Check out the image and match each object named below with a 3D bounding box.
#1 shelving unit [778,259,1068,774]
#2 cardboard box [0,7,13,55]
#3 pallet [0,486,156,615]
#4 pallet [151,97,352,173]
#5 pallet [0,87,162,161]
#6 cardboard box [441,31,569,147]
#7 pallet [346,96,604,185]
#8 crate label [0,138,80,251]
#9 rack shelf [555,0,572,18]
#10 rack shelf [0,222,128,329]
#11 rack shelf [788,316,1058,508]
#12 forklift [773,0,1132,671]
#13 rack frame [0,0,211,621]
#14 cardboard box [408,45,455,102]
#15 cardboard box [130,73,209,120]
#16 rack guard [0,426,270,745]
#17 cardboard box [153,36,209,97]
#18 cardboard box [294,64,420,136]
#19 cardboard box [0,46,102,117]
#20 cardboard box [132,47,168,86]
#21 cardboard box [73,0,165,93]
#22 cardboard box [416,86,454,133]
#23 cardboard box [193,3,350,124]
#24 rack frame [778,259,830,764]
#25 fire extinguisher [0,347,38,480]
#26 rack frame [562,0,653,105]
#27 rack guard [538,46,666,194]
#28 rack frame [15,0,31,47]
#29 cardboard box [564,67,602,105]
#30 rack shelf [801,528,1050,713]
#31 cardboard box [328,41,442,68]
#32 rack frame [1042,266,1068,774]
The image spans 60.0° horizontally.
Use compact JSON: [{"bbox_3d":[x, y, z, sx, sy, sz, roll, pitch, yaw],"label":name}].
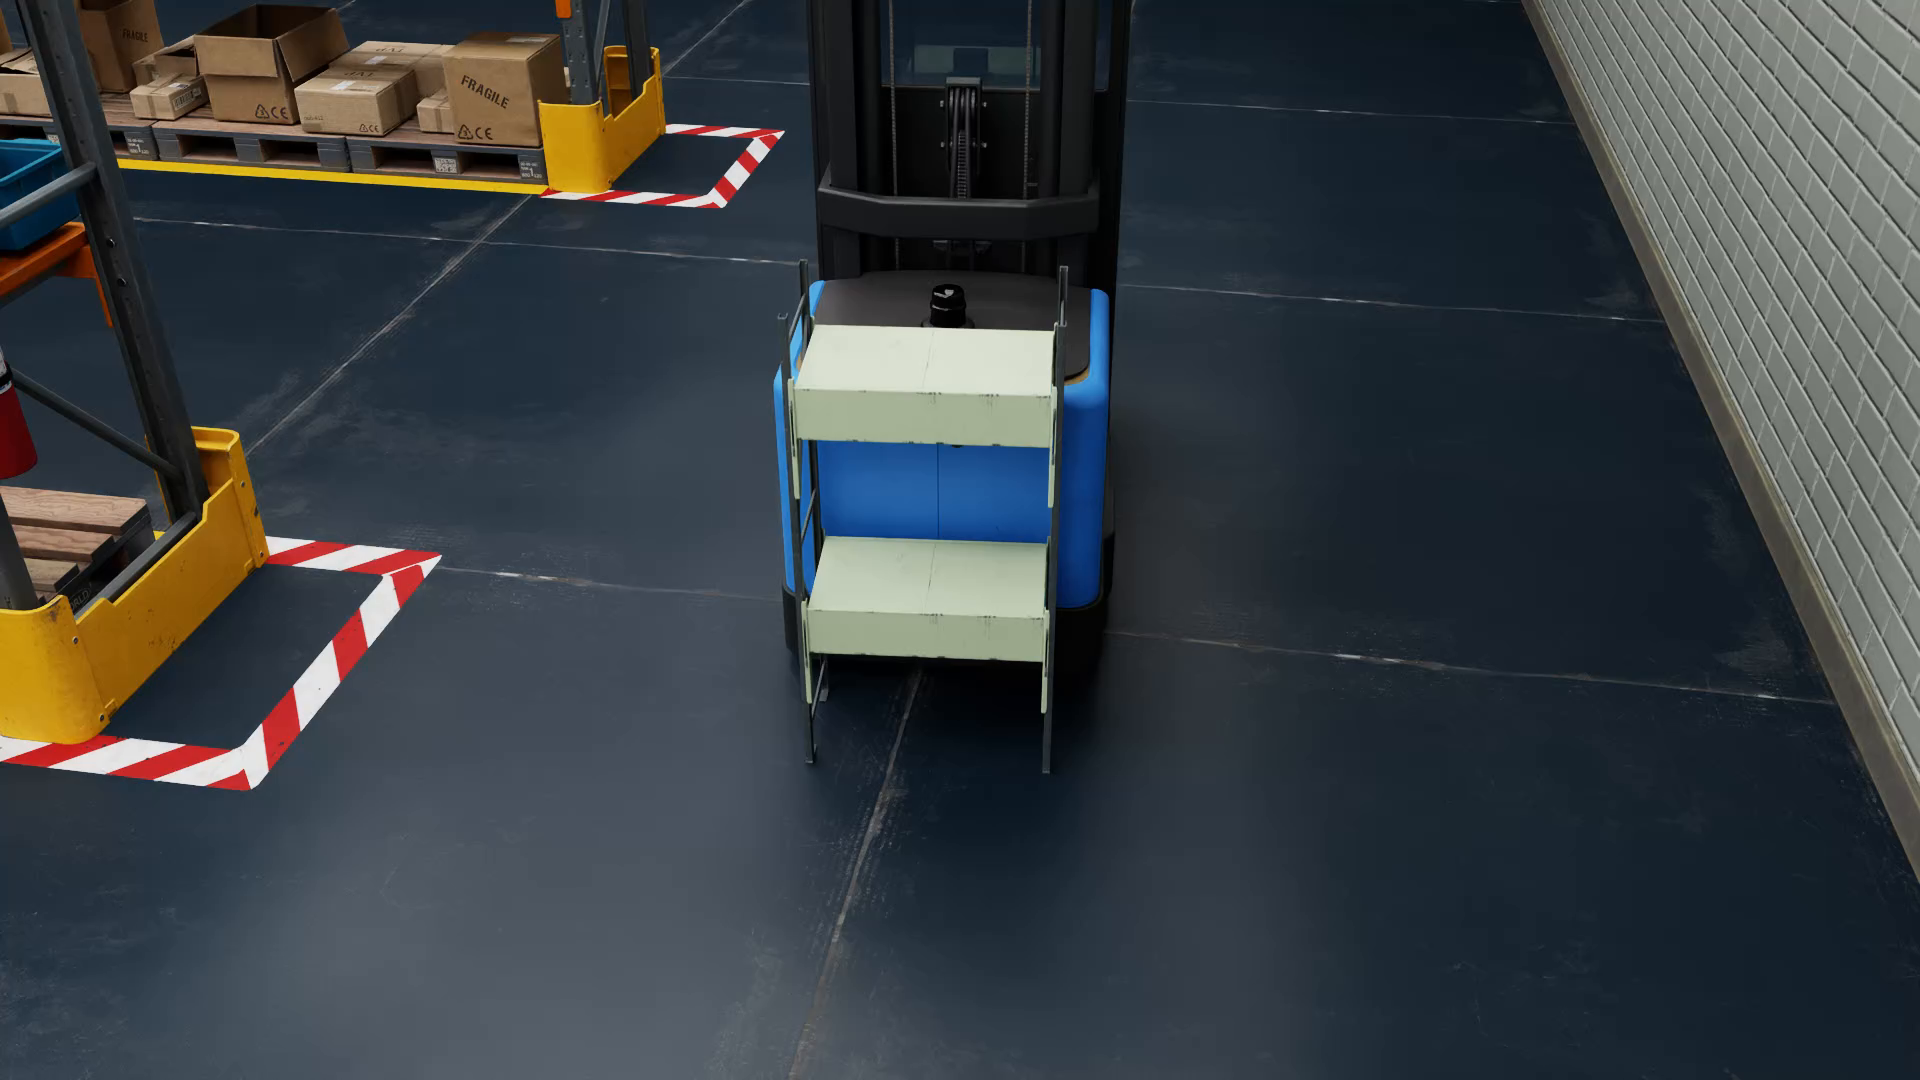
[{"bbox_3d":[-0.088,-0.036,4.894,0.755,1.500,0.431,2,32,3],"label":"shelving unit"},{"bbox_3d":[-6.379,-3.184,10.451,0.500,0.500,0.500,4,32,6],"label":"cardboard box"},{"bbox_3d":[-3.643,0.149,5.813,1.213,0.211,1.003,5,32,8],"label":"pallet"},{"bbox_3d":[-4.060,-2.535,10.101,1.213,0.211,1.003,5,32,8],"label":"pallet"},{"bbox_3d":[-5.266,-2.643,10.273,1.213,0.211,1.003,5,32,8],"label":"pallet"},{"bbox_3d":[-2.577,-2.576,9.480,0.500,0.500,0.500,5,32,8],"label":"cardboard box"},{"bbox_3d":[-2.861,-2.425,9.925,1.213,0.211,1.003,5,32,8],"label":"pallet"},{"bbox_3d":[-3.025,-1.088,5.262,0.303,0.233,0.416,5,32,8],"label":"crate label"},{"bbox_3d":[-3.971,-3.403,9.538,4.000,0.370,1.077,5,32,8],"label":"rack shelf"},{"bbox_3d":[-4.808,-0.813,5.400,4.000,0.370,1.077,5,32,8],"label":"rack shelf"},{"bbox_3d":[-0.088,-0.367,4.687,0.720,0.370,0.431,2,32,3],"label":"rack shelf"},{"bbox_3d":[0.047,-1.572,5.999,1.130,2.935,3.031,2,32,4],"label":"forklift"},{"bbox_3d":[-2.837,-0.939,4.924,0.127,3.000,1.000,5,32,8],"label":"rack frame"},{"bbox_3d":[-2.981,-2.792,10.061,0.500,0.250,0.500,5,32,8],"label":"cardboard box"},{"bbox_3d":[-4.711,-2.650,9.912,0.250,0.166,0.380,5,32,8],"label":"cardboard box"},{"bbox_3d":[-2.811,0.116,5.594,0.348,0.500,1.175,5,32,8],"label":"rack guard"},{"bbox_3d":[-4.594,-2.964,10.278,0.500,0.311,0.500,5,32,8],"label":"cardboard box"},{"bbox_3d":[-3.509,-2.571,9.707,0.500,0.250,0.500,5,32,8],"label":"cardboard box"},{"bbox_3d":[-5.565,-2.783,9.988,0.500,0.311,0.500,5,32,8],"label":"cardboard box"},{"bbox_3d":[-4.954,-2.960,10.424,0.250,0.149,0.380,5,32,8],"label":"cardboard box"},{"bbox_3d":[-5.333,-3.111,10.335,0.500,0.500,0.500,5,32,8],"label":"cardboard box"},{"bbox_3d":[-2.961,-2.518,9.702,0.250,0.166,0.380,5,32,8],"label":"cardboard box"},{"bbox_3d":[-4.090,-2.850,9.914,0.637,0.503,0.797,5,32,8],"label":"cardboard box"},{"bbox_3d":[-0.453,-0.049,4.914,0.023,1.500,0.400,2,32,3],"label":"rack frame"},{"bbox_3d":[-2.765,-0.497,4.642,0.183,0.674,0.296,5,32,8],"label":"fire extinguisher"},{"bbox_3d":[-2.000,-3.530,9.062,0.127,3.000,1.000,5,32,8],"label":"rack frame"},{"bbox_3d":[-2.075,-2.477,9.736,0.348,0.500,1.175,5,32,8],"label":"rack guard"},{"bbox_3d":[-5.943,-3.887,9.632,0.127,3.000,1.000,5,32,8],"label":"rack frame"},{"bbox_3d":[-2.355,-2.725,10.048,0.250,0.149,0.380,5,32,8],"label":"cardboard box"},{"bbox_3d":[-0.088,0.240,5.067,0.720,0.370,0.431,2,32,3],"label":"rack shelf"},{"bbox_3d":[-3.474,-2.837,10.132,0.500,0.250,0.500,5,32,8],"label":"cardboard box"},{"bbox_3d":[0.277,-0.023,4.874,0.023,1.500,0.400,2,32,3],"label":"rack frame"}]
